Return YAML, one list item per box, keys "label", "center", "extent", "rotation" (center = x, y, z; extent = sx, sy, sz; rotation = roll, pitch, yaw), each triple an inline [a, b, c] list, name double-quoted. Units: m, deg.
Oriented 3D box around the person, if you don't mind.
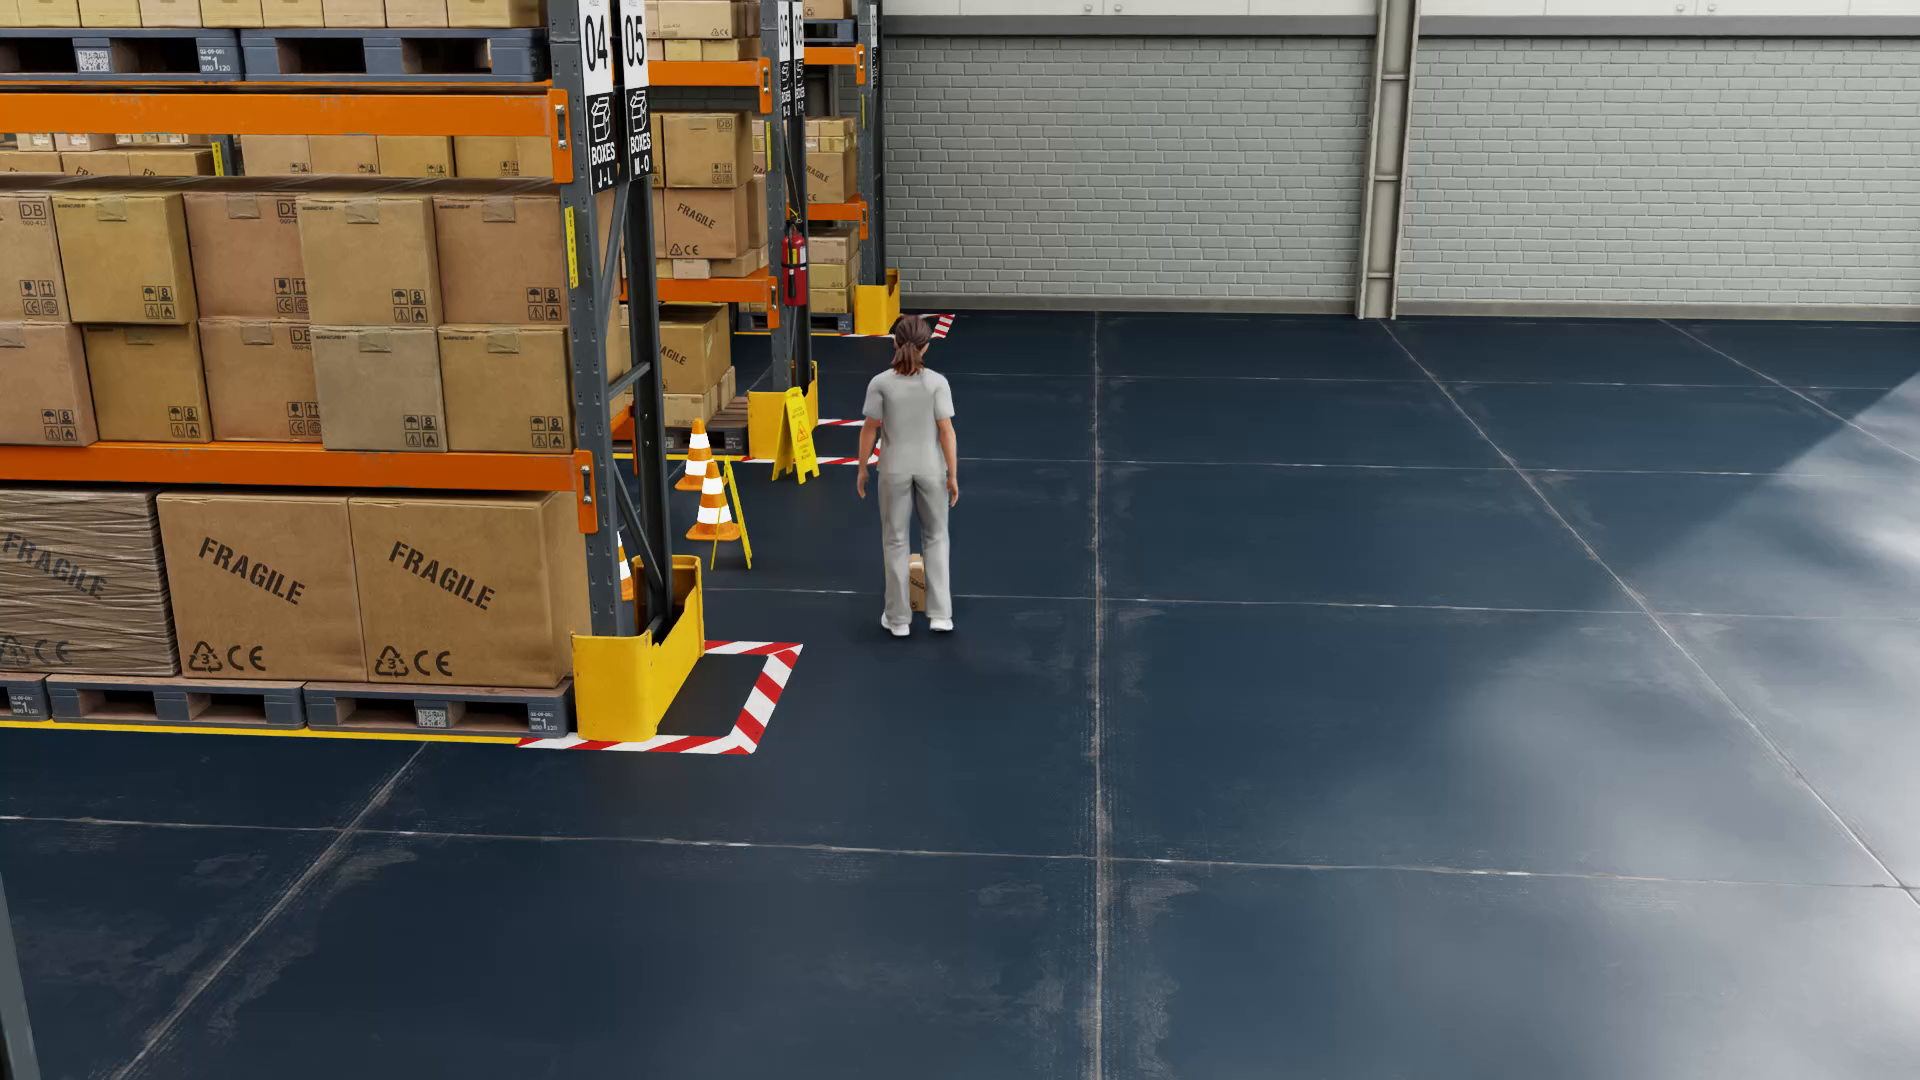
- label: "person"
  center: [-0.270, -0.303, 8.517]
  extent: [0.516, 1.719, 0.398]
  rotation: [-1, 18, -2]
